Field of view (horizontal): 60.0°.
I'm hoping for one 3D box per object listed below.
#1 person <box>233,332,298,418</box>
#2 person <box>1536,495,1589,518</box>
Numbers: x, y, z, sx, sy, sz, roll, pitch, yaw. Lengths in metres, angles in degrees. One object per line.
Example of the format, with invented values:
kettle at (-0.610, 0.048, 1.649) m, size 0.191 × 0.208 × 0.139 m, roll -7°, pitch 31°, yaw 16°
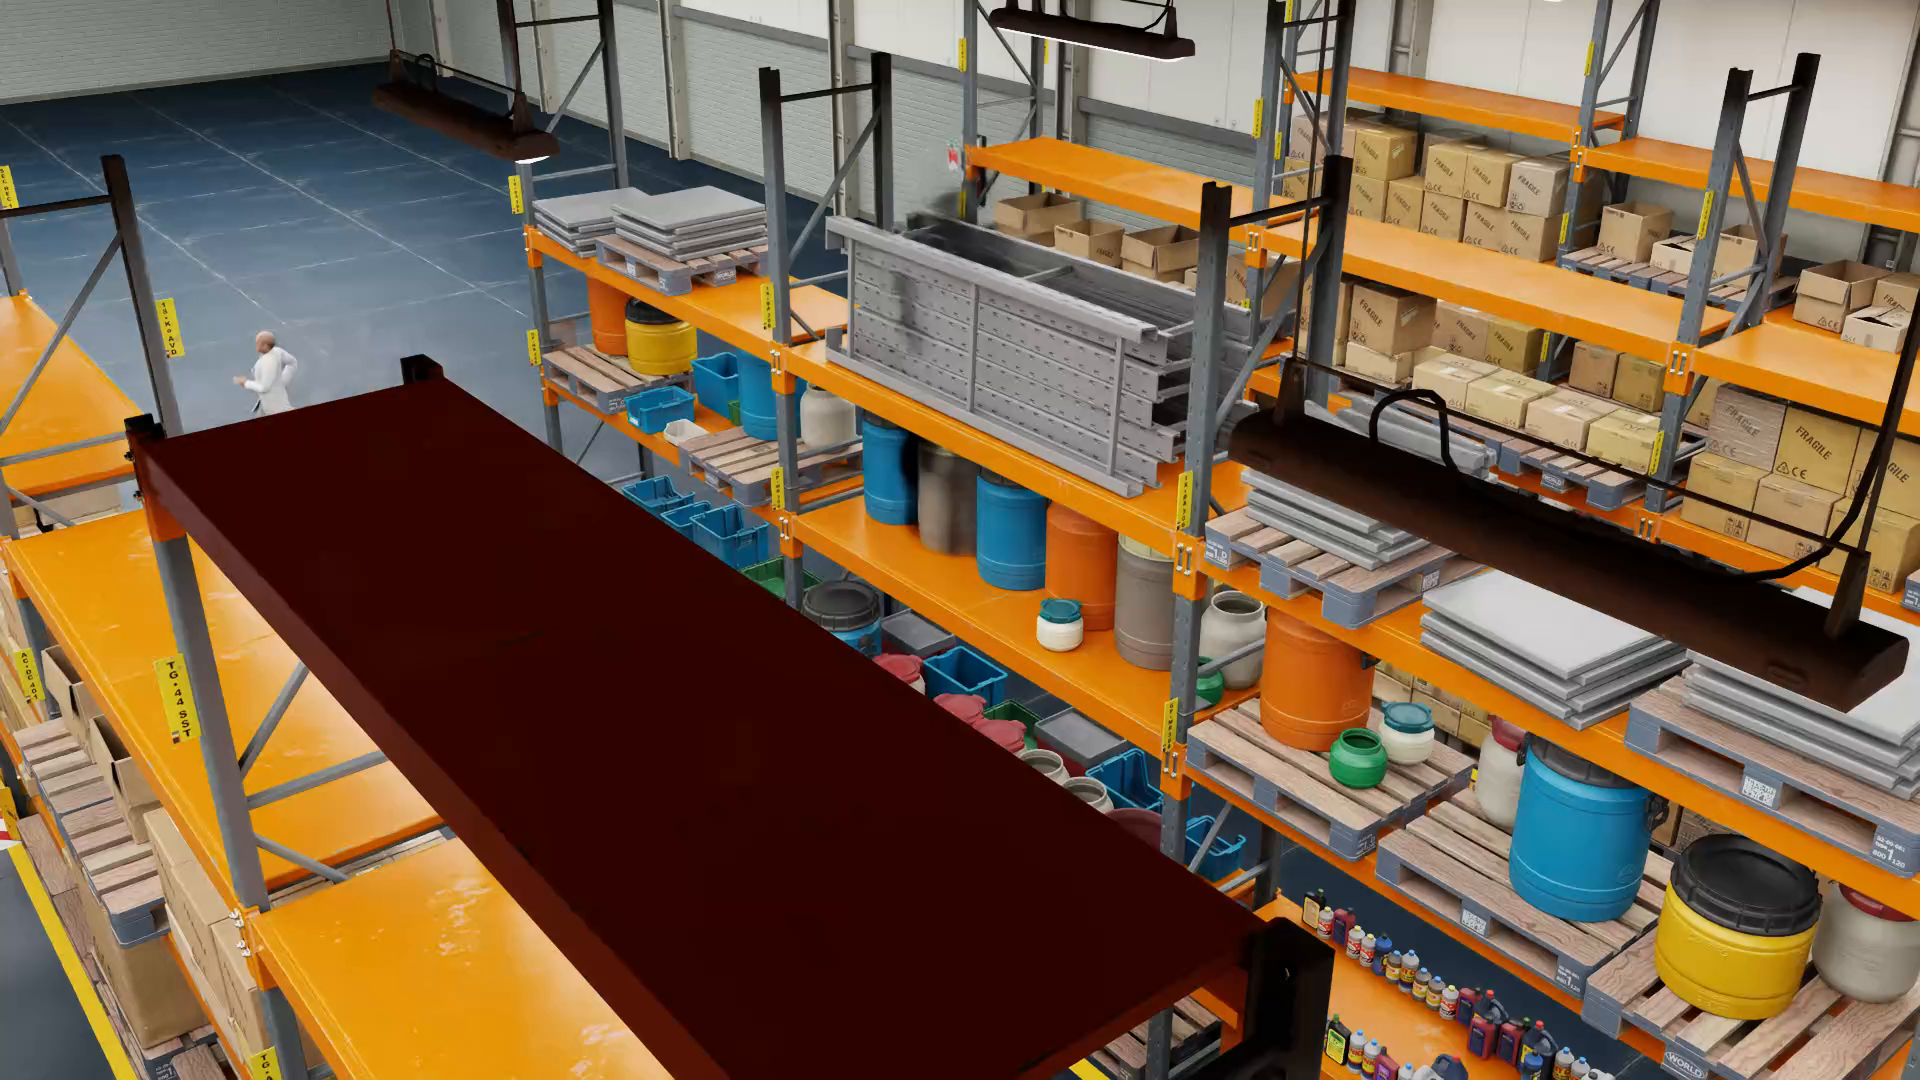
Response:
person at (-7.985, -1.554, 19.447) m, size 0.835 × 1.849 × 0.669 m, roll -9°, pitch 27°, yaw -18°
person at (5.652, 0.067, 16.041) m, size 0.852 × 1.835 × 0.651 m, roll 19°, pitch 31°, yaw 33°
